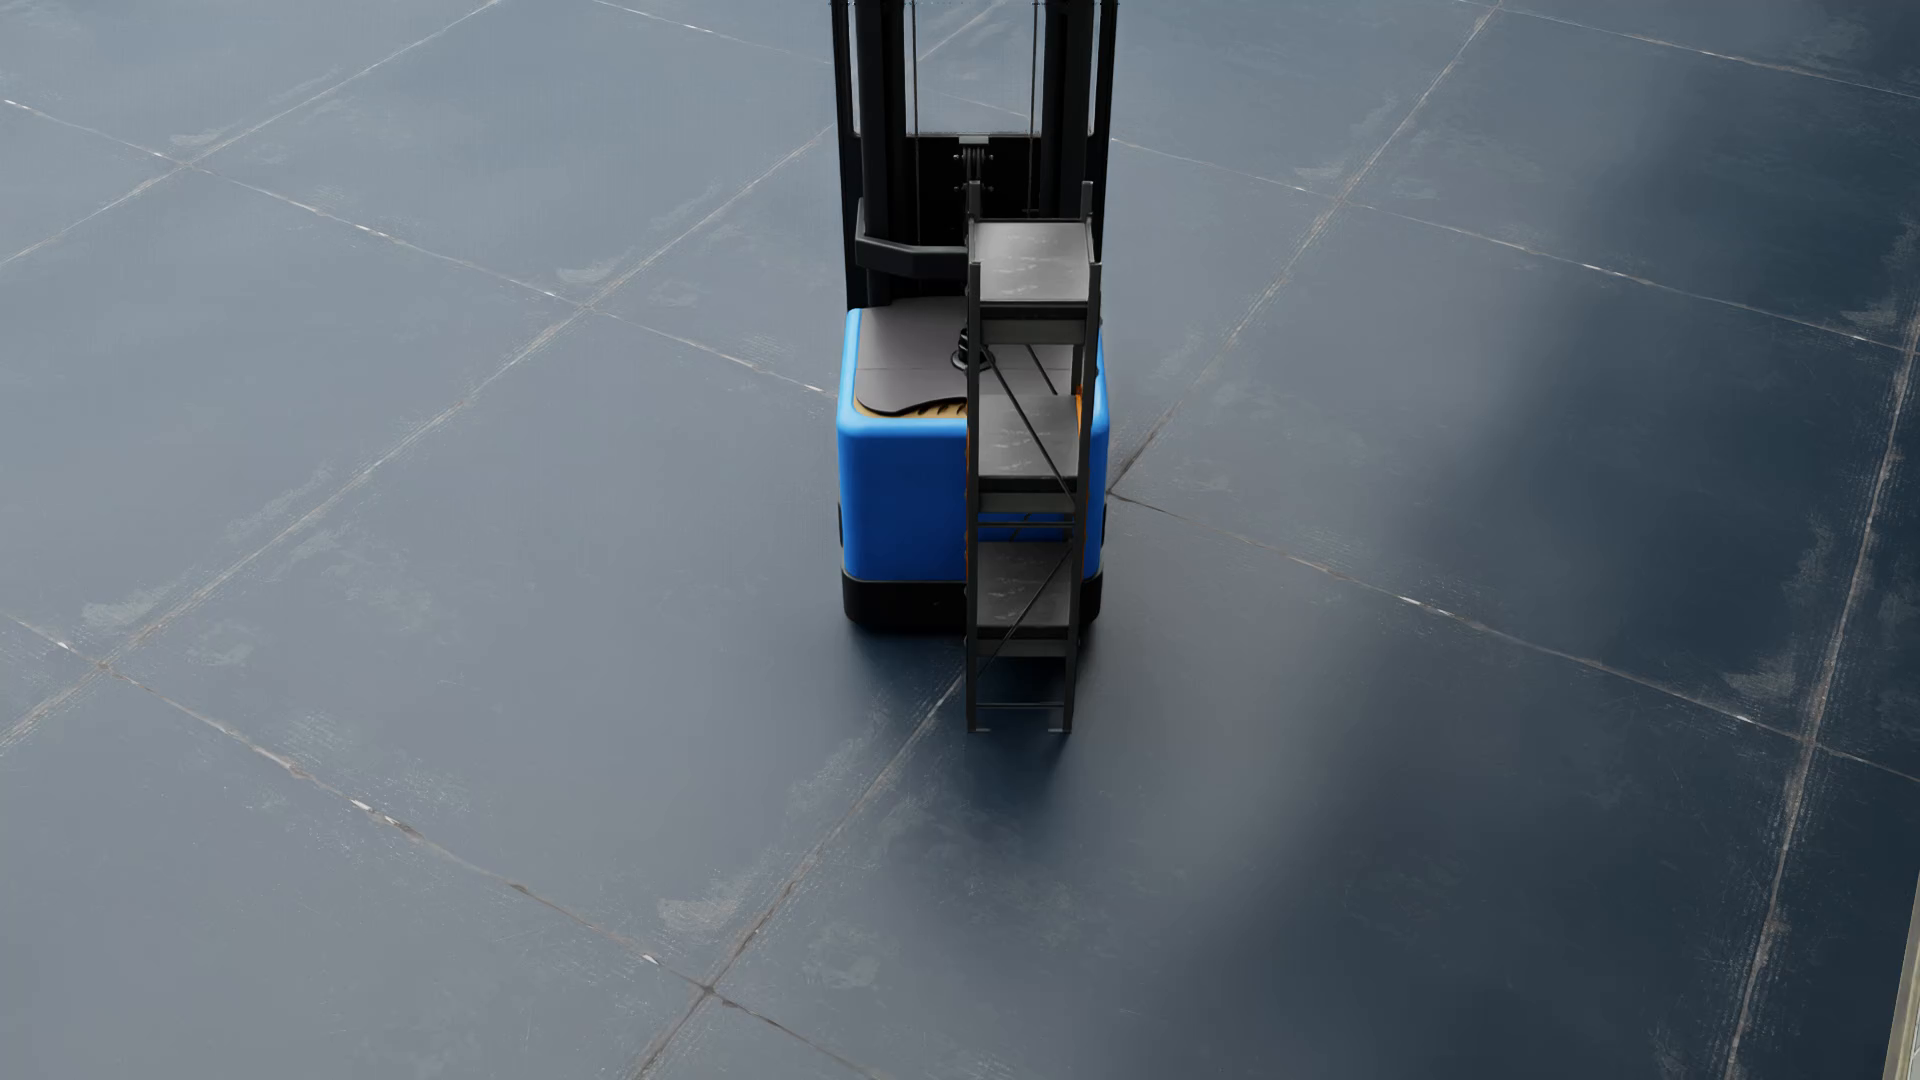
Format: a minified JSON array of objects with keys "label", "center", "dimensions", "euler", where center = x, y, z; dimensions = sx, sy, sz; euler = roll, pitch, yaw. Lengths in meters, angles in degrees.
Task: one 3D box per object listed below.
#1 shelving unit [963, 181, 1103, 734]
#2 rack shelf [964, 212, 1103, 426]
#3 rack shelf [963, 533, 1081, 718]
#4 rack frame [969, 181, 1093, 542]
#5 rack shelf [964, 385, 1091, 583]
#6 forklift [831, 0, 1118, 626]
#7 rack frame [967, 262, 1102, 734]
[{"label":"shelving unit","center":[0.229,-0.209,5.899],"dimensions":[0.431,2.100,0.503],"euler":[0,41,0]},{"label":"rack shelf","center":[0.229,-0.724,5.445],"dimensions":[0.431,0.518,0.480],"euler":[0,41,0]},{"label":"rack shelf","center":[0.229,0.326,6.370],"dimensions":[0.431,0.518,0.480],"euler":[0,41,0]},{"label":"rack frame","center":[0.230,-0.370,6.082],"dimensions":[0.400,2.100,0.015],"euler":[0,41,0]},{"label":"rack shelf","center":[0.229,-0.199,5.908],"dimensions":[0.431,0.518,0.480],"euler":[0,41,0]},{"label":"forklift","center":[0.055,-1.698,6.960],"dimensions":[1.130,2.935,3.031],"euler":[0,41,0]},{"label":"rack frame","center":[0.228,-0.048,5.716],"dimensions":[0.400,2.100,0.015],"euler":[0,41,0]}]
